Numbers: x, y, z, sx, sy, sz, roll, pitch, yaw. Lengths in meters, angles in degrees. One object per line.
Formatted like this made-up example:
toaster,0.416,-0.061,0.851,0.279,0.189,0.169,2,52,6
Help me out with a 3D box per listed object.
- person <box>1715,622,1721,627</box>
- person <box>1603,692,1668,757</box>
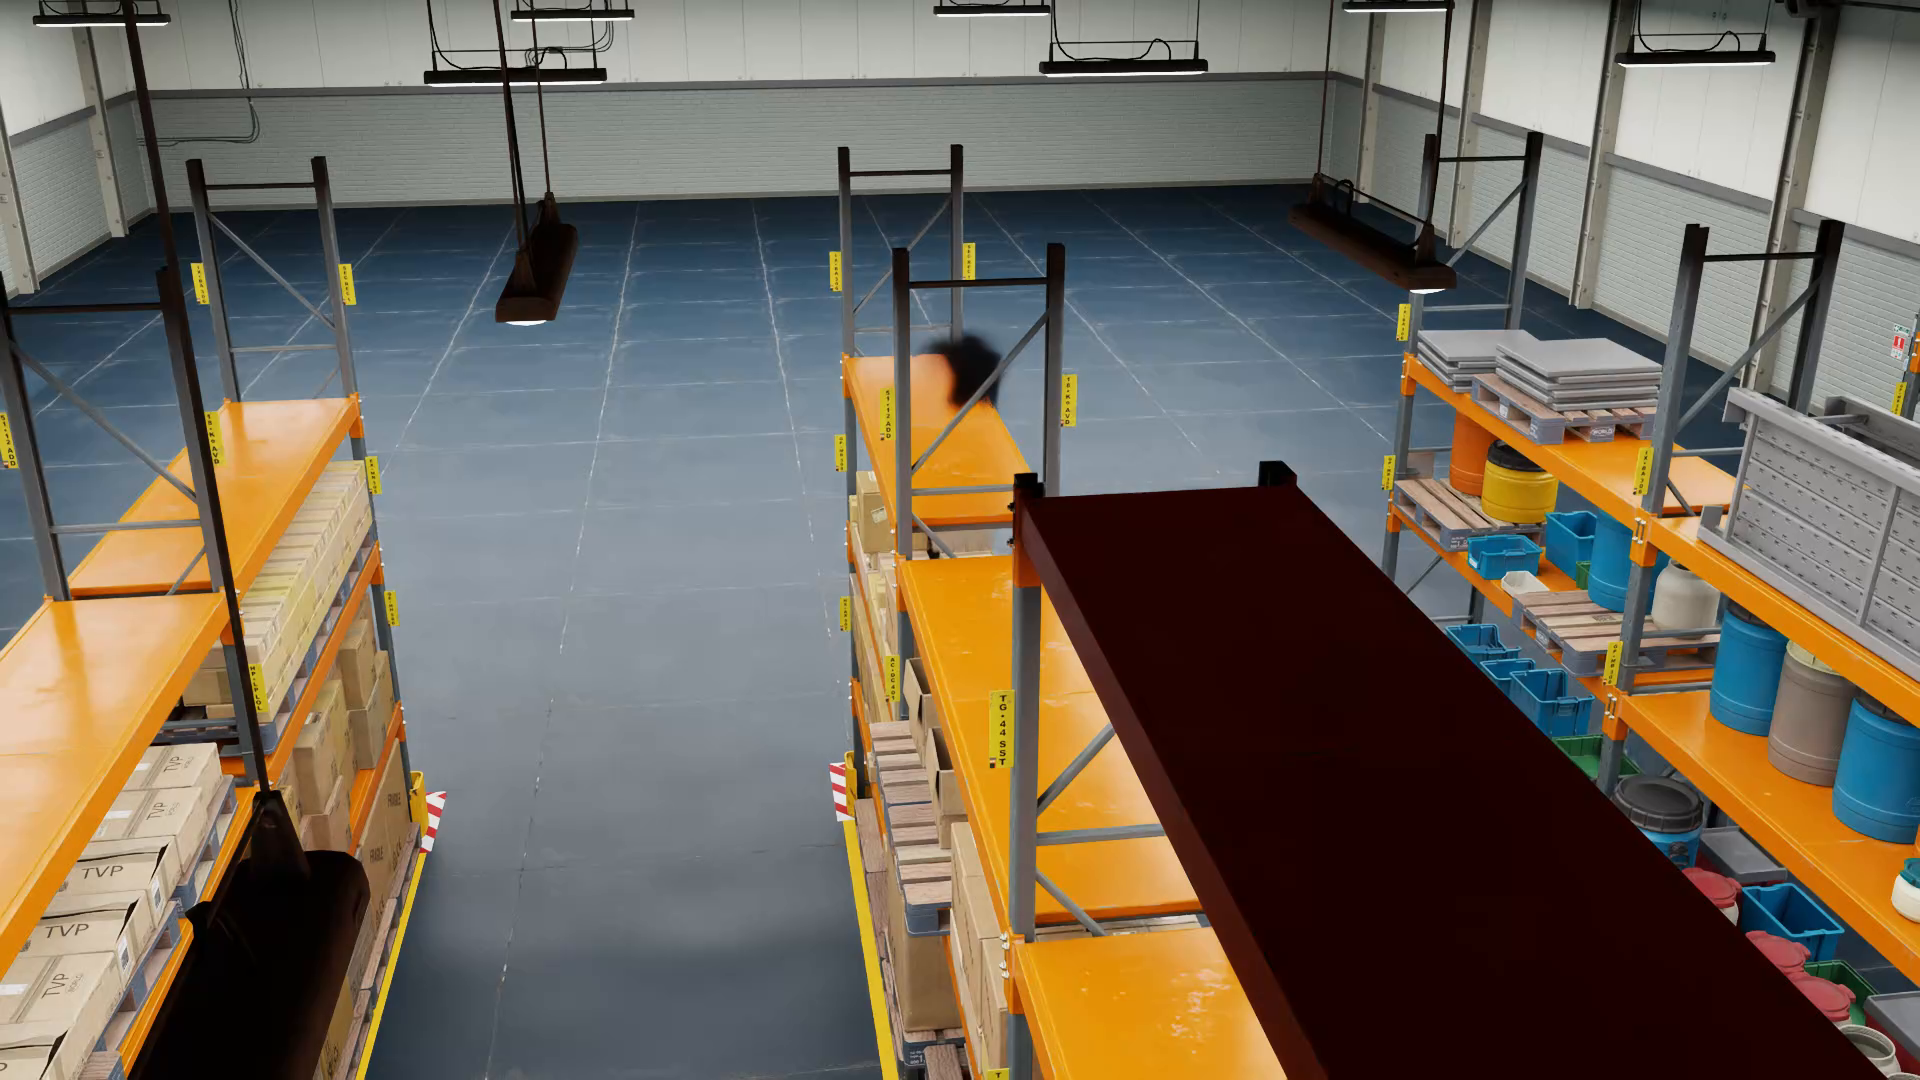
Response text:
person,7.970,0.526,18.217,0.977,1.629,0.607,3,22,7
person,6.126,1.587,15.333,0.602,1.679,0.650,-9,23,-21
